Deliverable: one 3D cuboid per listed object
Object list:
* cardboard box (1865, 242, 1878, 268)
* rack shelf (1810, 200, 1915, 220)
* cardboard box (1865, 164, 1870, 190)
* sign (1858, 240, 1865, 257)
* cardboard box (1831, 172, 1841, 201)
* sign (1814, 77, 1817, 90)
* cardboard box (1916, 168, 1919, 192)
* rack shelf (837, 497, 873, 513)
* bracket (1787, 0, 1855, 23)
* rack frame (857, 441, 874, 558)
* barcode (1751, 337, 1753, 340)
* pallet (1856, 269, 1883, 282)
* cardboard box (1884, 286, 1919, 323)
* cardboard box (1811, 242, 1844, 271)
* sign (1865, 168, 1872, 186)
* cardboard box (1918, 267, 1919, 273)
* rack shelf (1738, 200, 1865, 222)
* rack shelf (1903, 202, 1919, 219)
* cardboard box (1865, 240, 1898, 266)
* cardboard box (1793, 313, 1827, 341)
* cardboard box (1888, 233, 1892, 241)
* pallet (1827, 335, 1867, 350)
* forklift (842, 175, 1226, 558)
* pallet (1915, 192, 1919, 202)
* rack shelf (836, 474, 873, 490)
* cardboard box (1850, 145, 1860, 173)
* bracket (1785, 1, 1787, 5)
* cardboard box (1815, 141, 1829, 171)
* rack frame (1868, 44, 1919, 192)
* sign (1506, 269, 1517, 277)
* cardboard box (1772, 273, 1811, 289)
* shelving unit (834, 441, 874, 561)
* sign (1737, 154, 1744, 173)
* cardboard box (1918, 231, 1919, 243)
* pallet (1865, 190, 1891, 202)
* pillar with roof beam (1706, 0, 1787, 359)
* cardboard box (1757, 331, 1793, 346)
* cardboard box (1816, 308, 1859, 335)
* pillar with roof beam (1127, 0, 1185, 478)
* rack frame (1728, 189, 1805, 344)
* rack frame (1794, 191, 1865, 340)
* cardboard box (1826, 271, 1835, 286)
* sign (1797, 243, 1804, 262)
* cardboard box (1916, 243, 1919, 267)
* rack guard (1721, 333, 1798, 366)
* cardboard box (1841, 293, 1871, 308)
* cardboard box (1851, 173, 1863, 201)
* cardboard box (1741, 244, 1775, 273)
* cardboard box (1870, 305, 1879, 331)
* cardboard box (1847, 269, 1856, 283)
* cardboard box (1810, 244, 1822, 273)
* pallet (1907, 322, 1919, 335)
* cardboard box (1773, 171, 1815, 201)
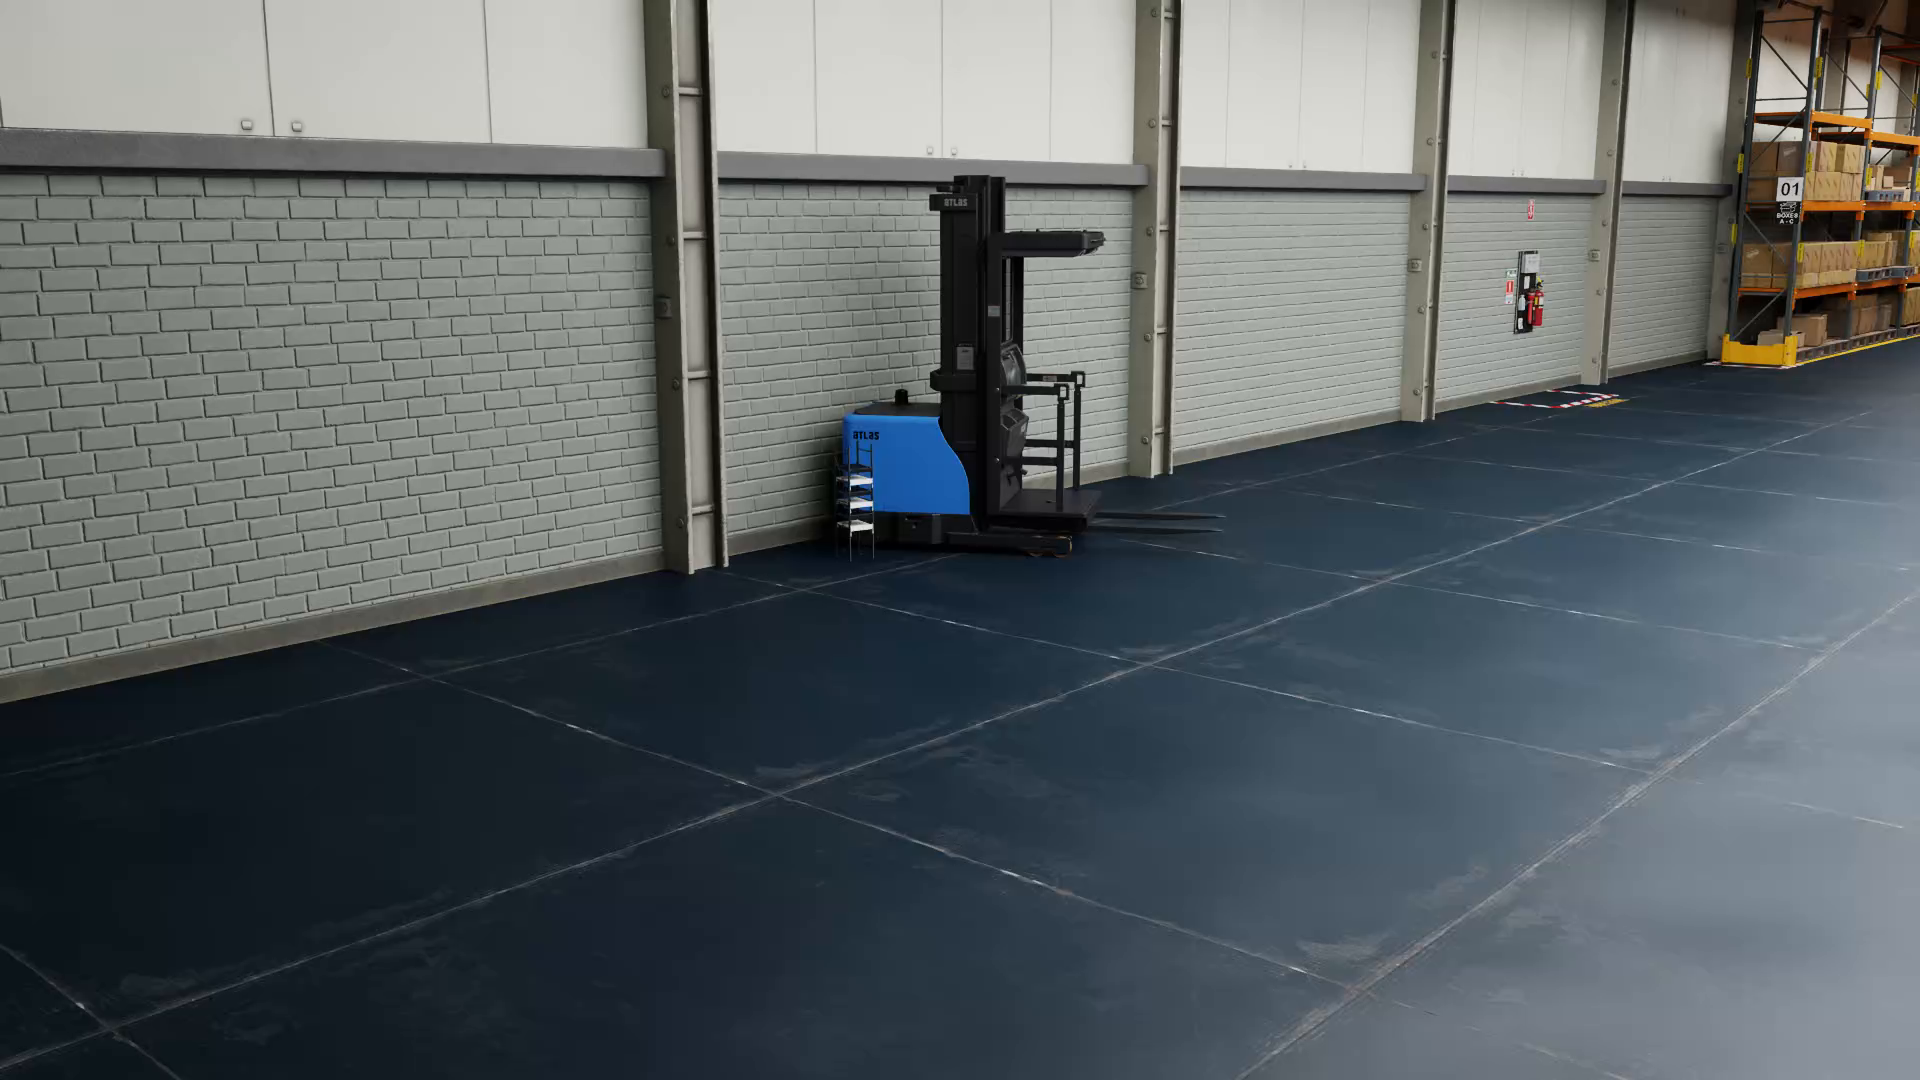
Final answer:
[{"bbox_3d":[17.806,-5.686,33.144,0.500,0.500,0.700,-10,15,-40],"label":"cardboard box"},{"bbox_3d":[17.979,-6.581,33.182,1.077,0.370,4.000,10,15,40],"label":"rack shelf"},{"bbox_3d":[17.080,-6.965,31.938,0.500,0.500,0.500,-9,15,-39],"label":"cardboard box"},{"bbox_3d":[17.071,-5.524,31.502,0.100,0.325,0.005,10,15,40],"label":"sign"},{"bbox_3d":[15.485,-6.360,29.931,0.500,0.500,0.500,11,16,44],"label":"cardboard box"},{"bbox_3d":[16.238,-8.717,31.593,0.100,0.325,0.005,10,15,40],"label":"sign"},{"bbox_3d":[20.261,-7.736,35.750,0.700,0.500,0.500,11,16,43],"label":"cardboard box"},{"bbox_3d":[-0.827,-0.273,12.953,0.200,0.077,0.258,-7,13,-32],"label":"rack shelf"},{"bbox_3d":[16.072,-9.897,31.095,0.076,0.066,4.783,10,15,40],"label":"bracket"},{"bbox_3d":[-0.741,-0.317,13.000,0.006,0.900,0.240,-7,13,-32],"label":"rack frame"},{"bbox_3d":[14.254,-3.627,29.929,0.001,0.075,0.075,10,15,40],"label":"barcode"},{"bbox_3d":[17.272,-5.168,32.420,1.003,0.211,1.213,10,15,40],"label":"pallet"},{"bbox_3d":[20.466,-5.128,36.146,0.750,0.750,0.750,10,15,40],"label":"cardboard box"},{"bbox_3d":[15.913,-5.217,30.588,0.500,0.500,0.500,9,15,39],"label":"cardboard box"},{"bbox_3d":[17.071,-6.824,31.242,0.100,0.325,0.005,10,15,40],"label":"sign"},{"bbox_3d":[20.519,-5.855,35.960,0.380,0.149,0.250,10,15,41],"label":"cardboard box"},{"bbox_3d":[15.338,-5.993,30.236,1.077,0.370,4.000,10,15,40],"label":"rack shelf"},{"bbox_3d":[20.619,-7.170,36.129,1.077,0.370,4.000,10,15,40],"label":"rack shelf"},{"bbox_3d":[18.996,-5.952,34.473,0.700,0.500,0.500,8,14,34],"label":"cardboard box"},{"bbox_3d":[16.004,-4.001,31.343,0.500,0.500,0.500,8,14,36],"label":"cardboard box"},{"bbox_3d":[19.094,-6.286,34.489,0.380,0.149,0.250,7,14,33],"label":"cardboard box"},{"bbox_3d":[17.171,-3.916,32.780,1.003,0.211,1.213,10,15,40],"label":"pallet"},{"bbox_3d":[0.618,-1.413,13.302,3.031,2.935,1.130,2,12,11],"label":"forklift"},{"bbox_3d":[19.684,-7.237,35.112,1.213,0.211,1.003,11,16,43],"label":"pallet"},{"bbox_3d":[-0.827,-0.450,12.917,0.200,0.077,0.258,-7,13,-32],"label":"rack shelf"},{"bbox_3d":[16.176,-6.998,30.571,0.500,0.500,0.500,11,16,43],"label":"cardboard box"},{"bbox_3d":[14.371,-9.517,29.197,0.235,0.232,0.430,10,15,40],"label":"bracket"},{"bbox_3d":[14.824,-6.693,29.046,0.500,0.500,0.500,10,15,40],"label":"cardboard box"},{"bbox_3d":[19.299,-8.699,34.291,1.000,3.000,0.127,10,15,40],"label":"rack frame"},{"bbox_3d":[7.777,-3.763,23.448,0.001,0.109,0.331,10,15,40],"label":"sign"},{"bbox_3d":[14.579,-4.547,29.152,0.500,0.250,0.500,9,15,39],"label":"cardboard box"},{"bbox_3d":[-0.827,-0.306,12.946,0.210,0.900,0.258,-7,13,-32],"label":"shelving unit"},{"bbox_3d":[13.614,-6.560,28.979,0.100,0.325,0.005,10,15,40],"label":"sign"},{"bbox_3d":[20.147,-6.443,35.328,0.500,0.250,0.500,9,15,40],"label":"cardboard box"},{"bbox_3d":[17.146,-6.625,32.043,1.213,0.211,1.003,10,15,40],"label":"pallet"},{"bbox_3d":[17.064,-7.181,26.687,9.100,9.000,0.548,10,15,40],"label":"pillar with roof beam"},{"bbox_3d":[14.542,-3.568,29.657,0.500,0.311,0.500,8,14,34],"label":"cardboard box"},{"bbox_3d":[17.435,-4.352,33.100,0.700,0.500,0.500,9,15,39],"label":"cardboard box"},{"bbox_3d":[5.182,-4.532,13.428,9.100,9.000,0.400,10,15,40],"label":"pillar with roof beam"},{"bbox_3d":[14.018,-4.580,28.986,1.000,3.000,0.127,10,15,40],"label":"rack frame"},{"bbox_3d":[16.659,-5.169,31.932,1.000,3.000,0.127,10,15,40],"label":"rack frame"},{"bbox_3d":[15.587,-4.774,30.286,0.500,0.250,0.500,10,15,41],"label":"cardboard box"},{"bbox_3d":[14.426,-4.935,28.550,0.100,0.325,0.005,10,15,40],"label":"sign"},{"bbox_3d":[20.165,-6.076,35.410,0.500,0.500,0.500,10,15,42],"label":"cardboard box"},{"bbox_3d":[14.068,-3.366,29.286,1.175,0.500,0.348,10,15,40],"label":"rack guard"},{"bbox_3d":[18.104,-4.850,33.681,0.500,0.250,0.500,10,15,40],"label":"cardboard box"},{"bbox_3d":[16.509,-6.592,31.093,0.500,0.500,0.500,10,15,42],"label":"cardboard box"},{"bbox_3d":[14.170,-4.981,29.410,0.500,0.500,0.500,10,15,40],"label":"cardboard box"},{"bbox_3d":[18.436,-4.574,34.212,0.700,0.500,0.500,10,15,40],"label":"cardboard box"},{"bbox_3d":[16.574,-4.996,31.400,0.500,0.250,0.500,10,15,40],"label":"cardboard box"},{"bbox_3d":[14.893,-4.987,29.440,0.500,0.500,0.500,10,15,41],"label":"cardboard box"},{"bbox_3d":[20.682,-4.675,36.578,1.003,0.211,1.213,10,15,40],"label":"pallet"},{"bbox_3d":[14.427,-6.127,28.765,0.500,0.500,0.500,10,15,42],"label":"cardboard box"}]
